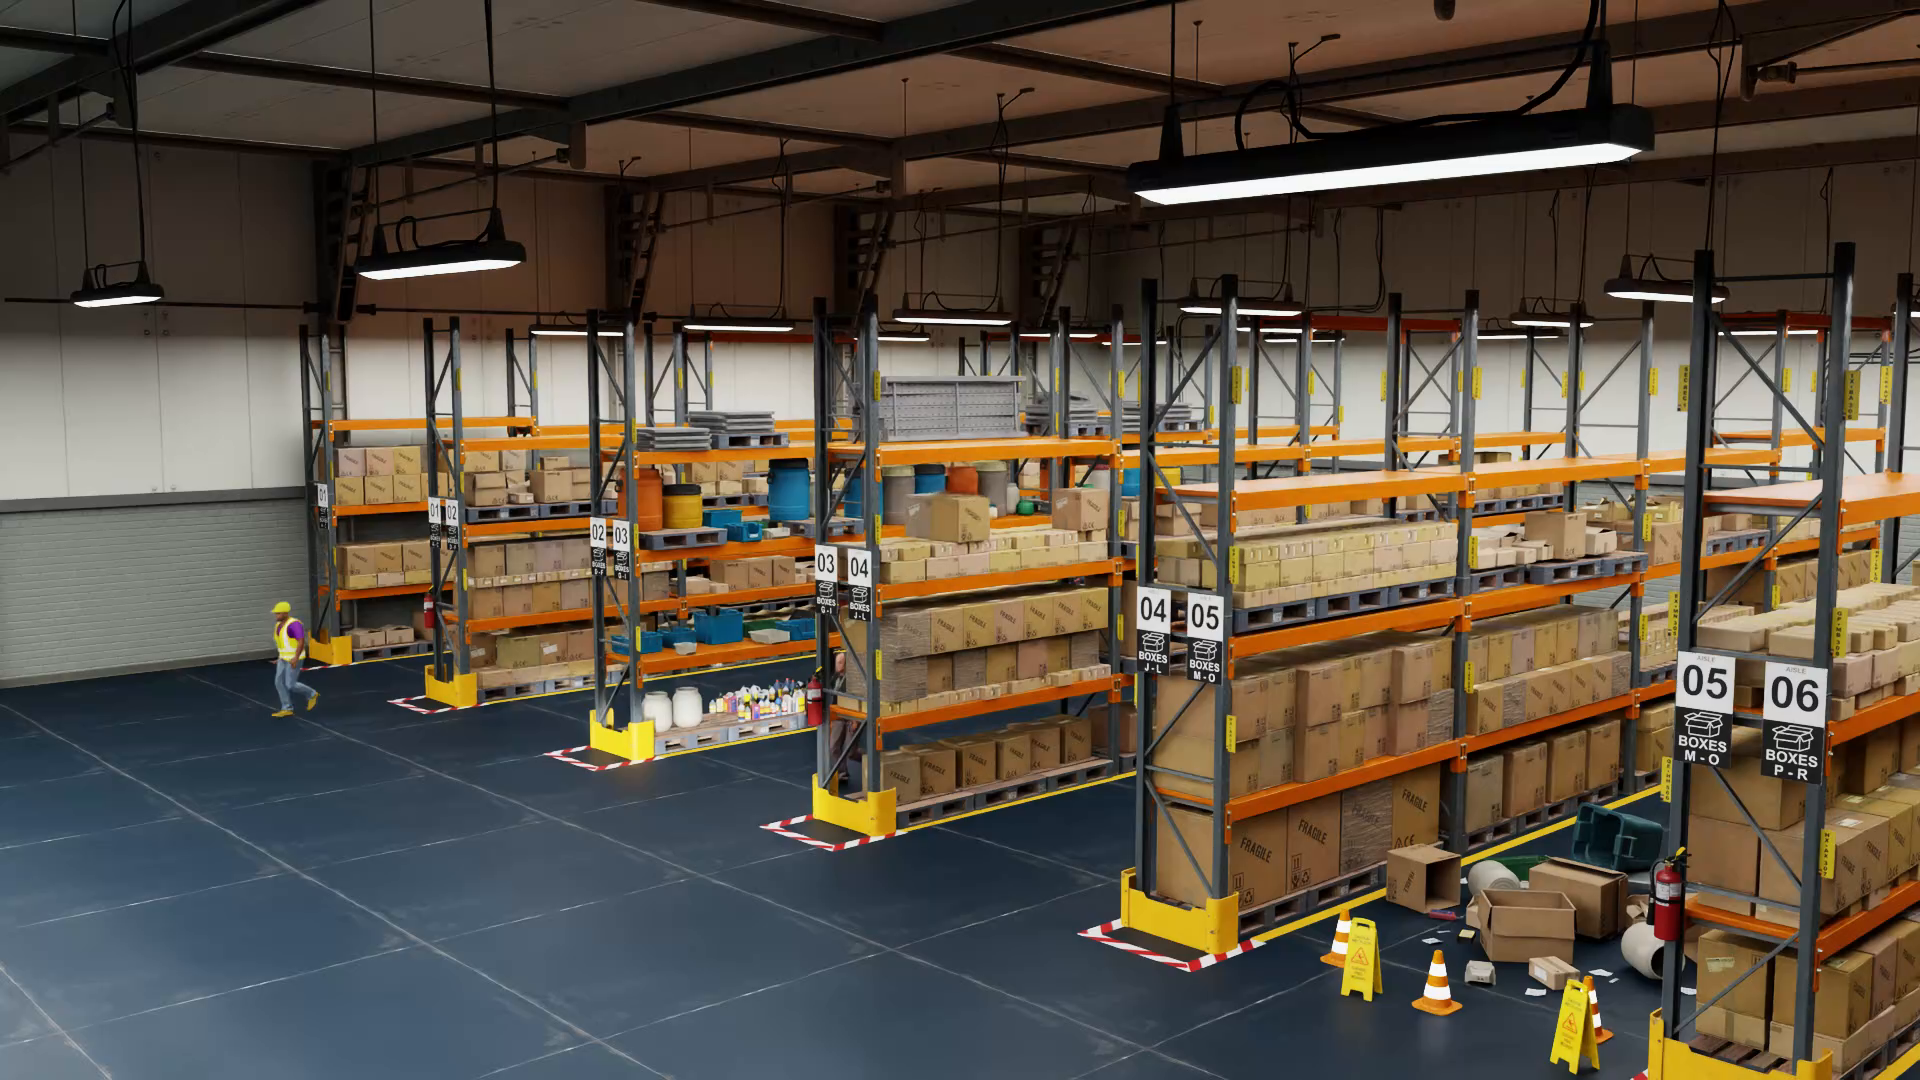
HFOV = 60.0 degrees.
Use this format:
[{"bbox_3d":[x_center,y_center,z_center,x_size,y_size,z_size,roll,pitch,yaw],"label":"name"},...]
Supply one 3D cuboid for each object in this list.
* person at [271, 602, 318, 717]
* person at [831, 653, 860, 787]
[{"bbox_3d":[-10.029,1.780,25.031,0.659,1.744,0.657,5,7,38],"label":"person"},{"bbox_3d":[-1.355,2.233,20.767,0.622,1.705,0.636,5,8,43],"label":"person"}]
